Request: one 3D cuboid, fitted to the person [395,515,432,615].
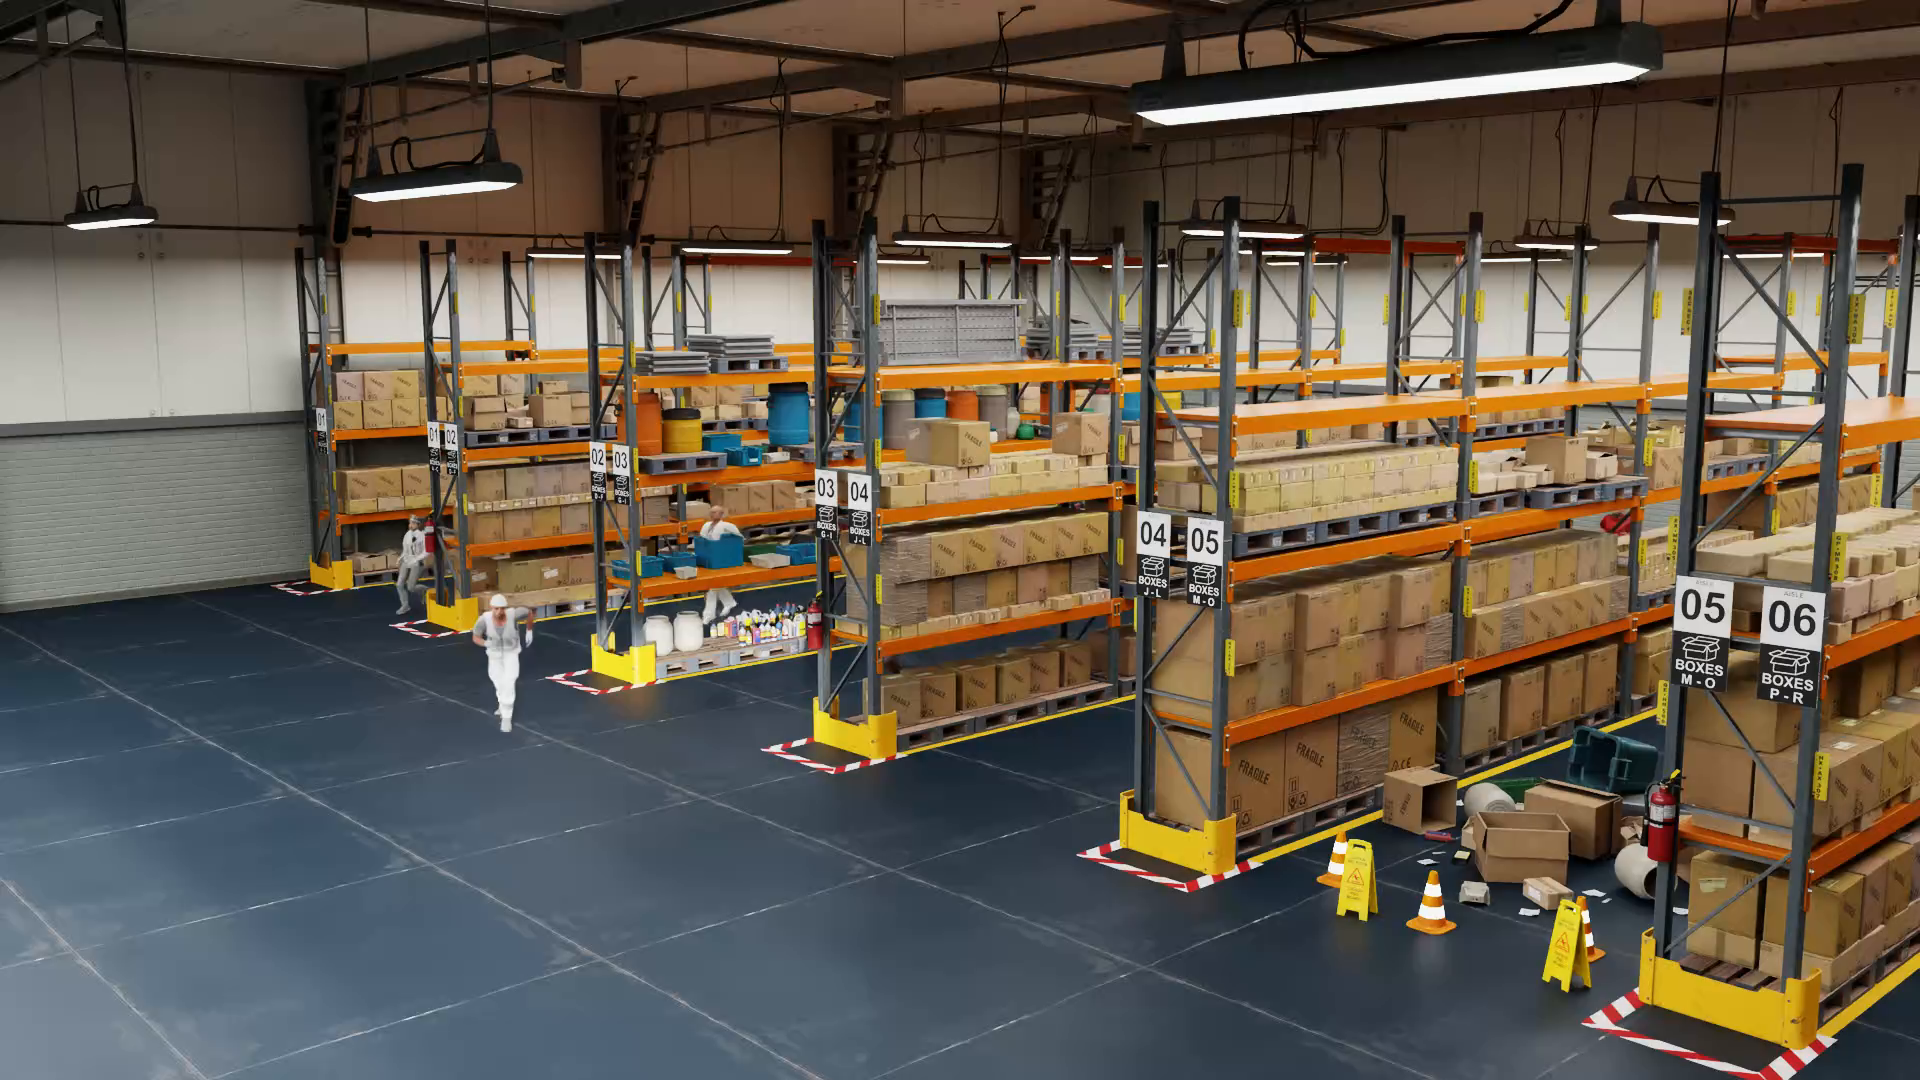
[{"bbox_3d":[-8.897,0.389,27.241,0.657,1.662,0.678,5,10,33],"label":"person"}]

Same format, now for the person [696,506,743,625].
[{"bbox_3d":[-3.774,0.361,25.691,0.701,1.789,0.949,6,10,36],"label":"person"}]

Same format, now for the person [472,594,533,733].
[{"bbox_3d":[-5.482,1.437,20.017,0.705,1.717,1.011,-2,9,-13],"label":"person"}]

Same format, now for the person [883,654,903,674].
[{"bbox_3d":[-0.867,1.196,21.396,0.642,1.714,0.646,8,12,44],"label":"person"}]

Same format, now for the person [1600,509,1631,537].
[{"bbox_3d":[11.060,0.238,27.961,0.659,1.794,0.773,4,9,28],"label":"person"}]
